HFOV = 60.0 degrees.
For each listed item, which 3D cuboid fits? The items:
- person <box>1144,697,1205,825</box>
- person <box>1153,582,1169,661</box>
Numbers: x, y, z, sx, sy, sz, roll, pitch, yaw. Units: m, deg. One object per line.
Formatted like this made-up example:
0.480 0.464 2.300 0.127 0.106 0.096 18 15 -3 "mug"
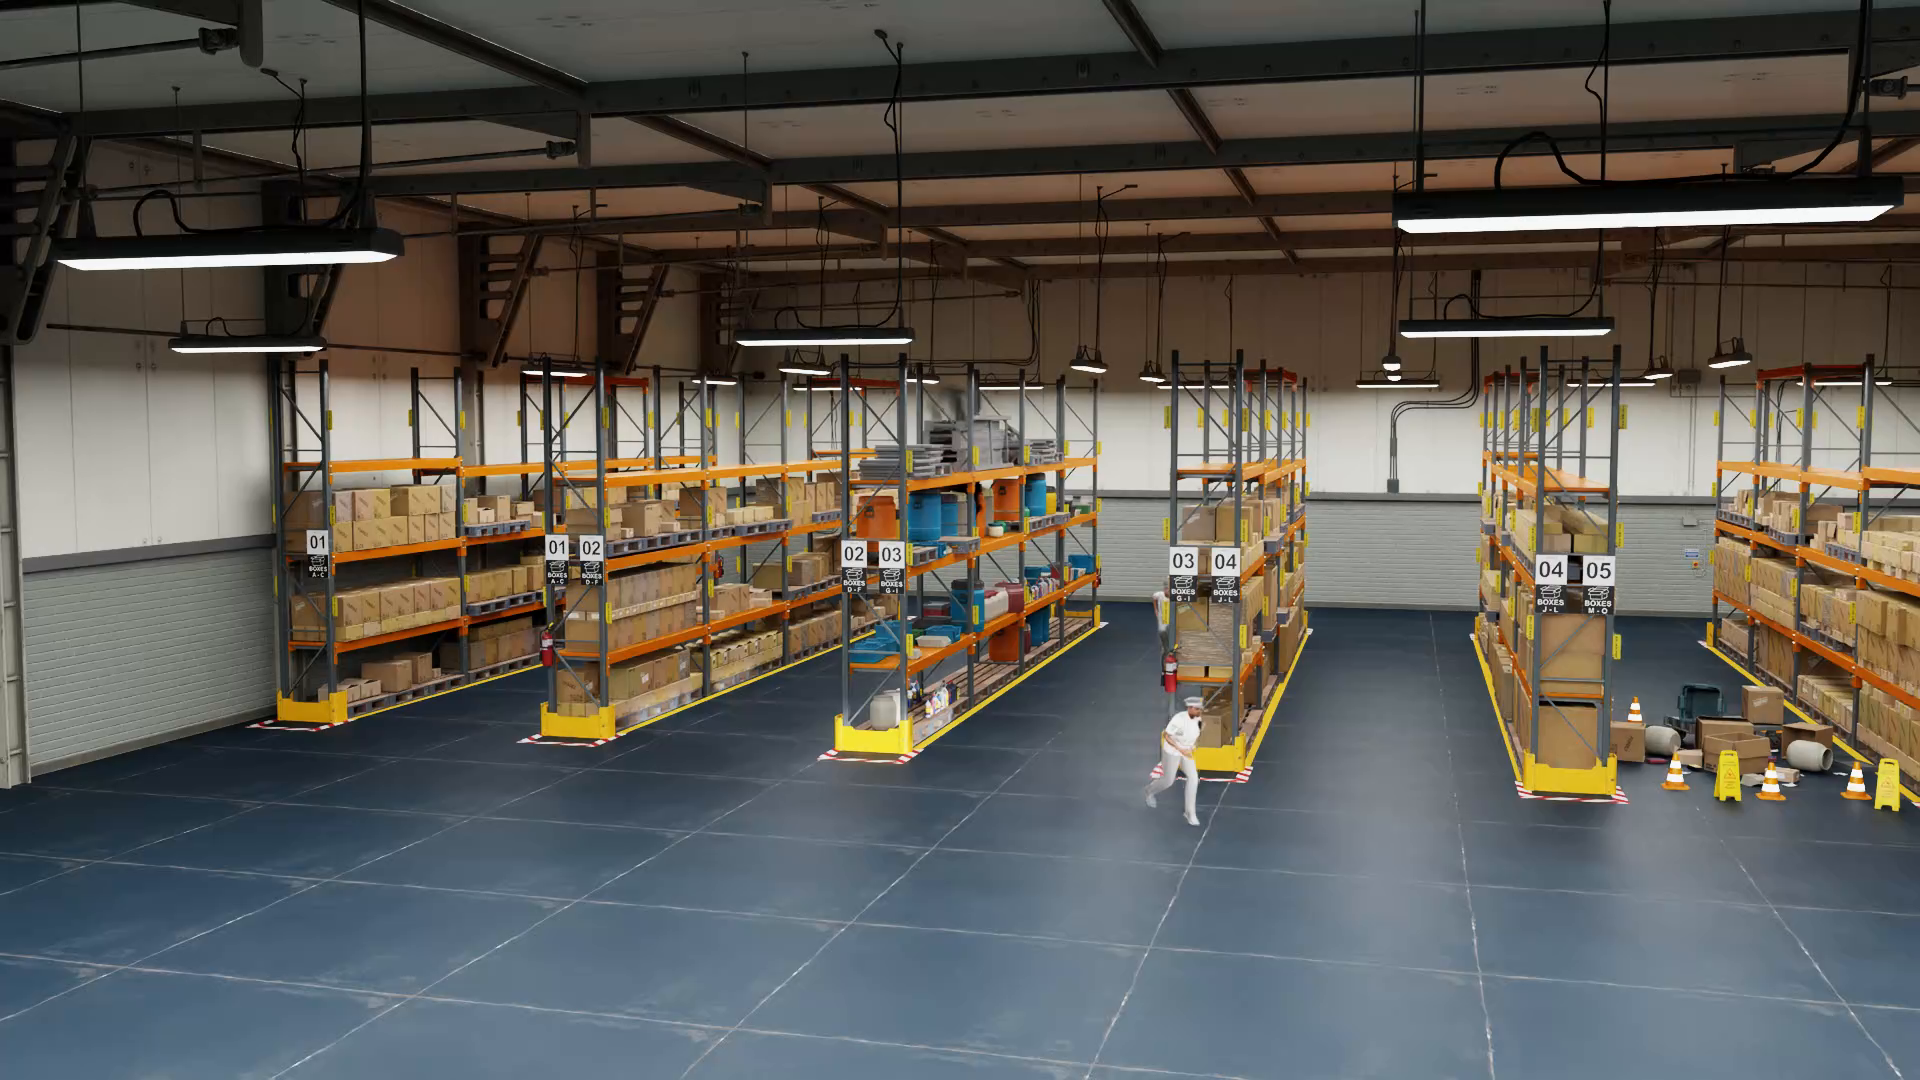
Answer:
2.697 2.726 20.949 0.610 1.627 0.981 -3 5 -40 "person"
4.269 1.659 34.028 0.651 1.688 0.971 0 4 7 "person"
